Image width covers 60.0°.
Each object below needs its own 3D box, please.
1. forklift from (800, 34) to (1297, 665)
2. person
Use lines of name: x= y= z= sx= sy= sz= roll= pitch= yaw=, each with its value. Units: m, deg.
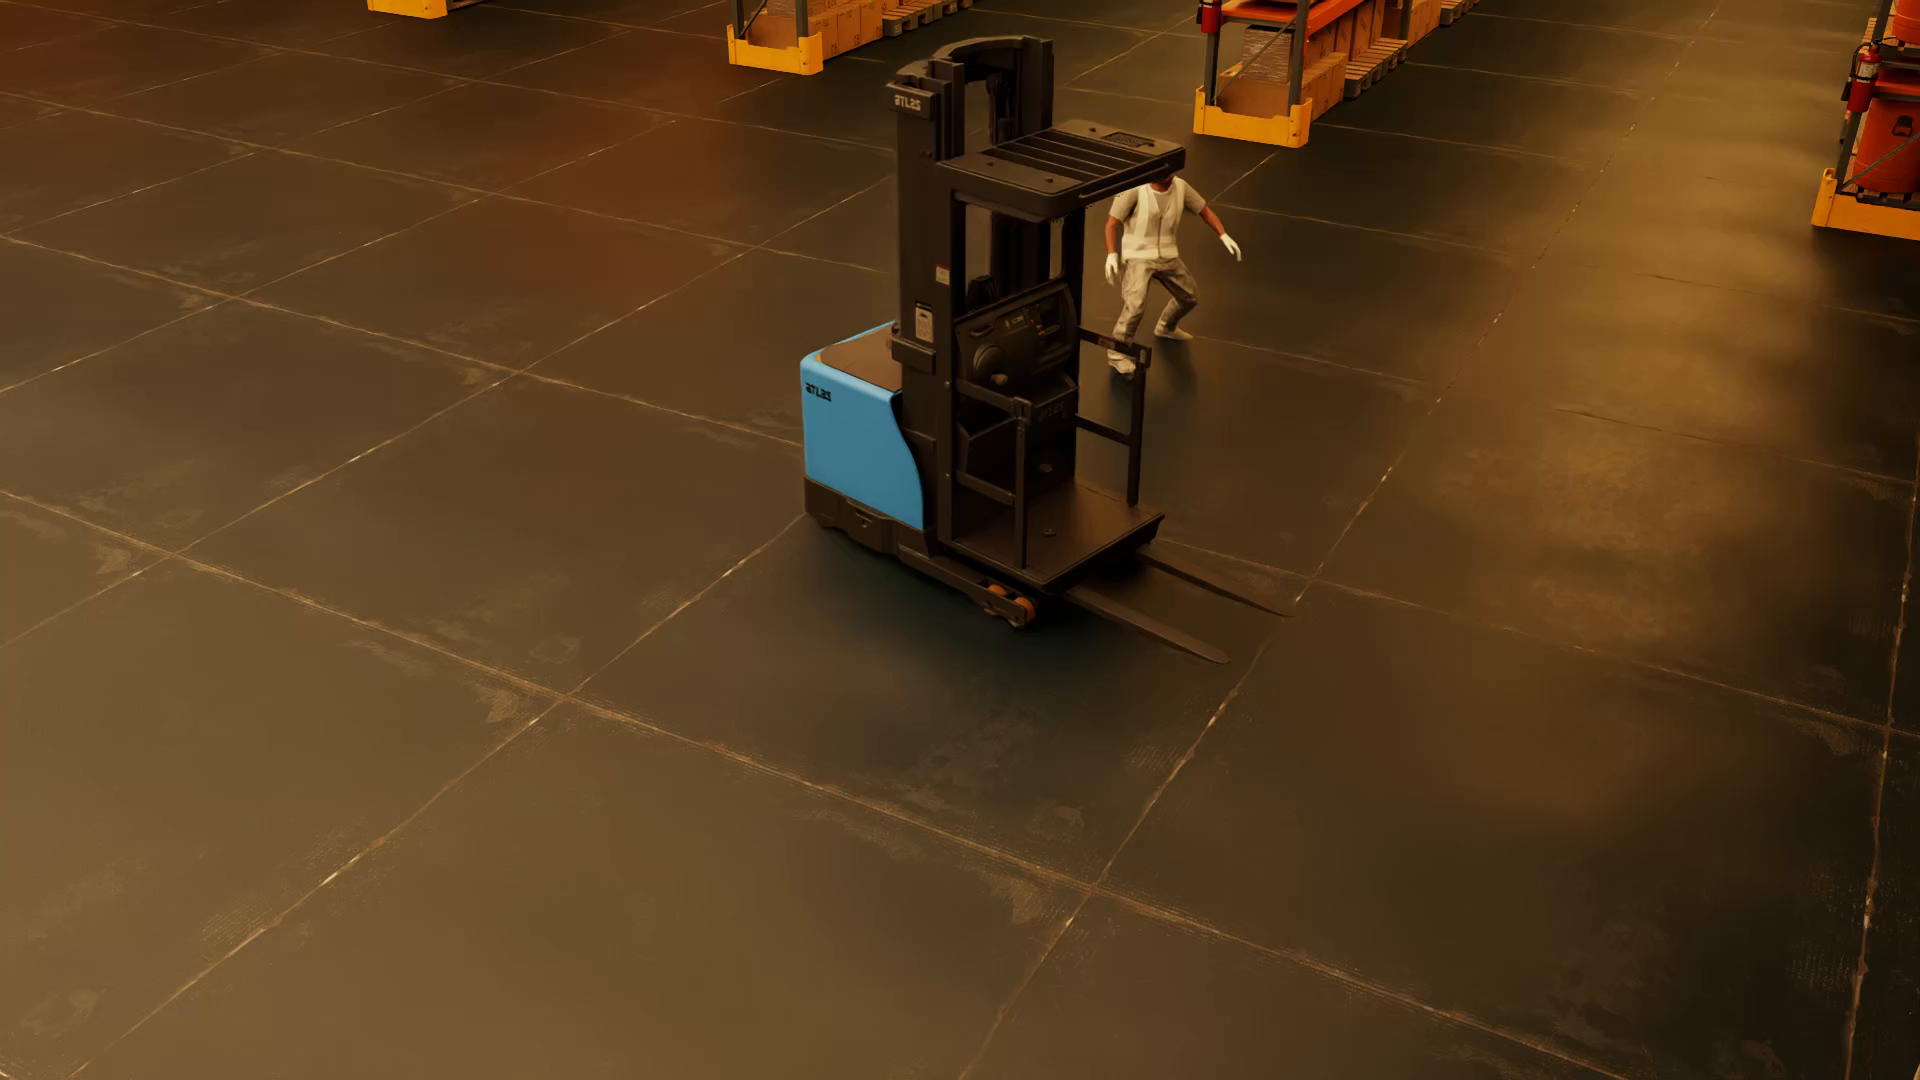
forklift: x=0.468 y=-1.081 z=8.944 sx=3.031 sy=2.935 sz=1.130 roll=25 pitch=38 yaw=36
person: x=1.466 y=-2.060 z=11.981 sx=1.013 sy=1.639 sz=0.780 roll=-11 pitch=32 yaw=-19
